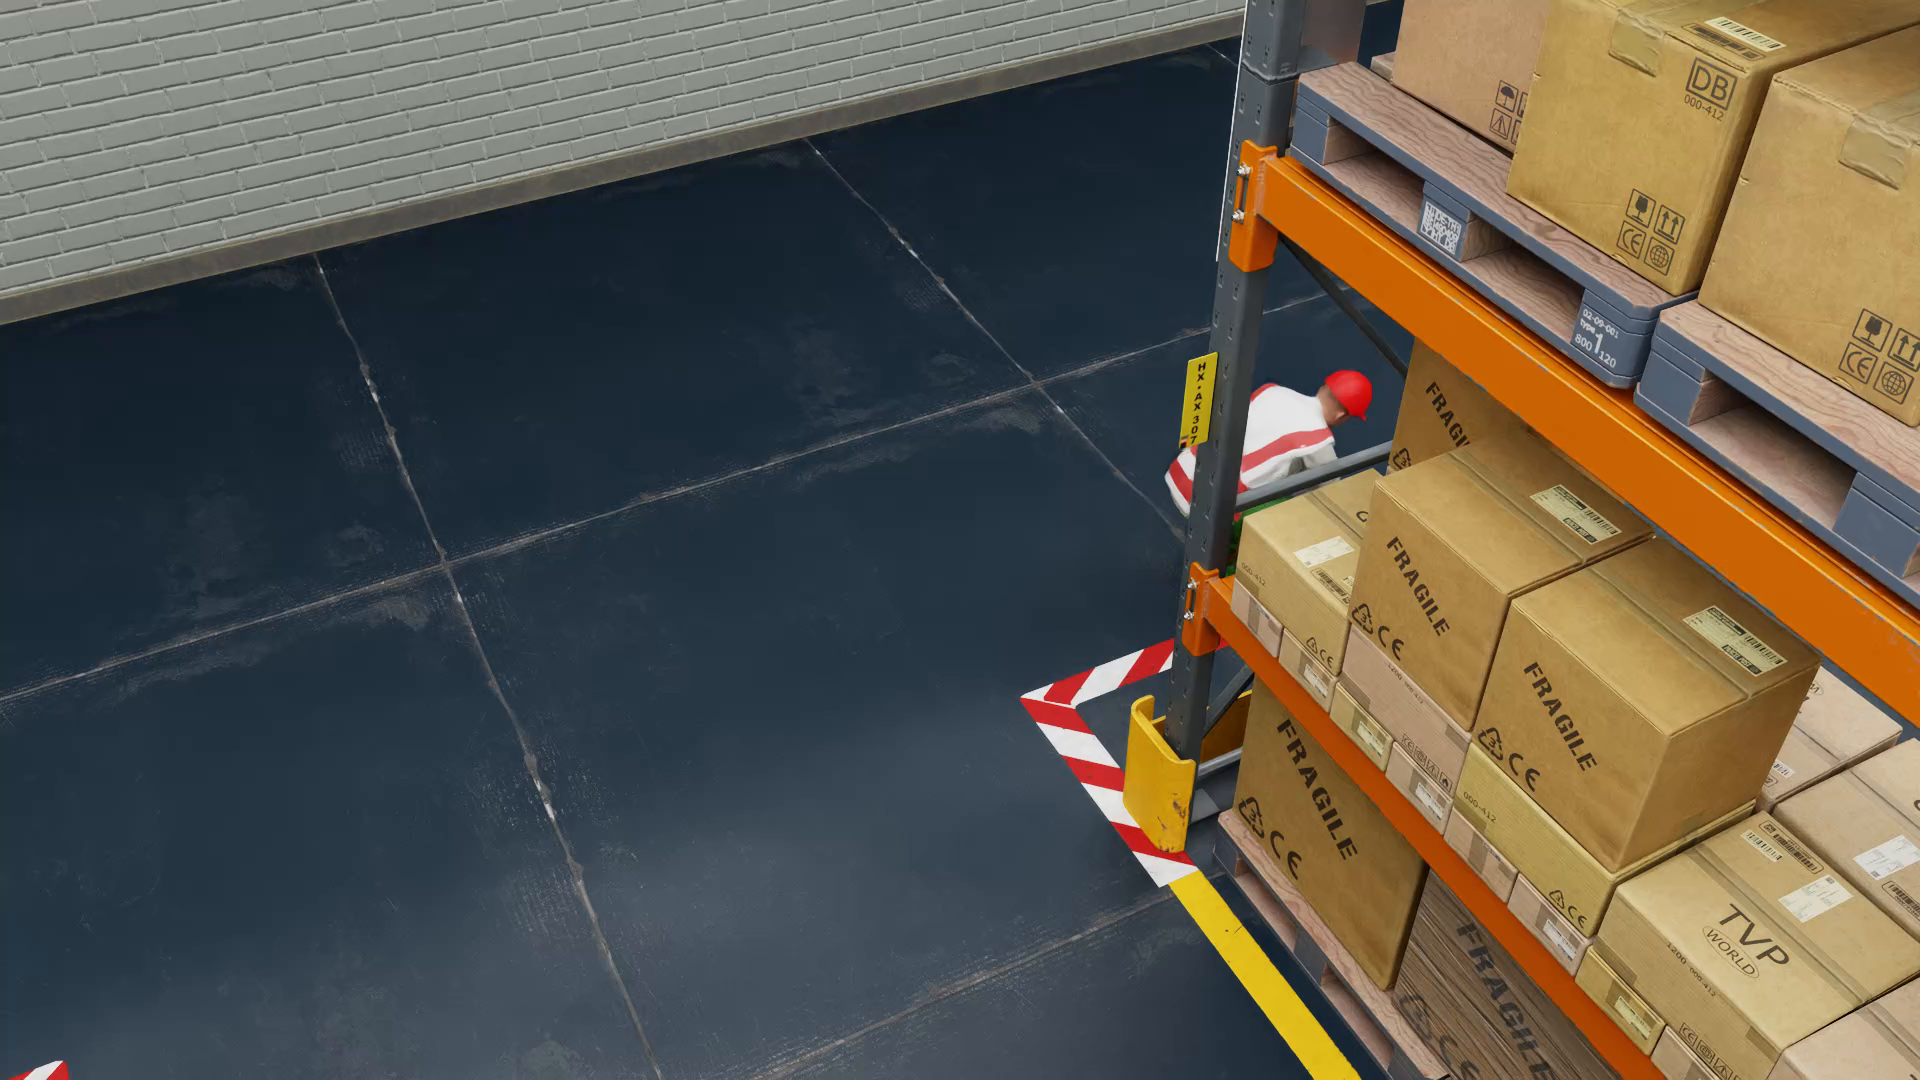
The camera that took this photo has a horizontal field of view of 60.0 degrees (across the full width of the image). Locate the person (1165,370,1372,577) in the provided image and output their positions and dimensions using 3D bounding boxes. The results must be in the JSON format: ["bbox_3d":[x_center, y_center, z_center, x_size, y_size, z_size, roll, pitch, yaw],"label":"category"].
[{"bbox_3d":[1.305,-0.246,7.065,0.895,0.954,0.571,-11,42,-12],"label":"person"}]
